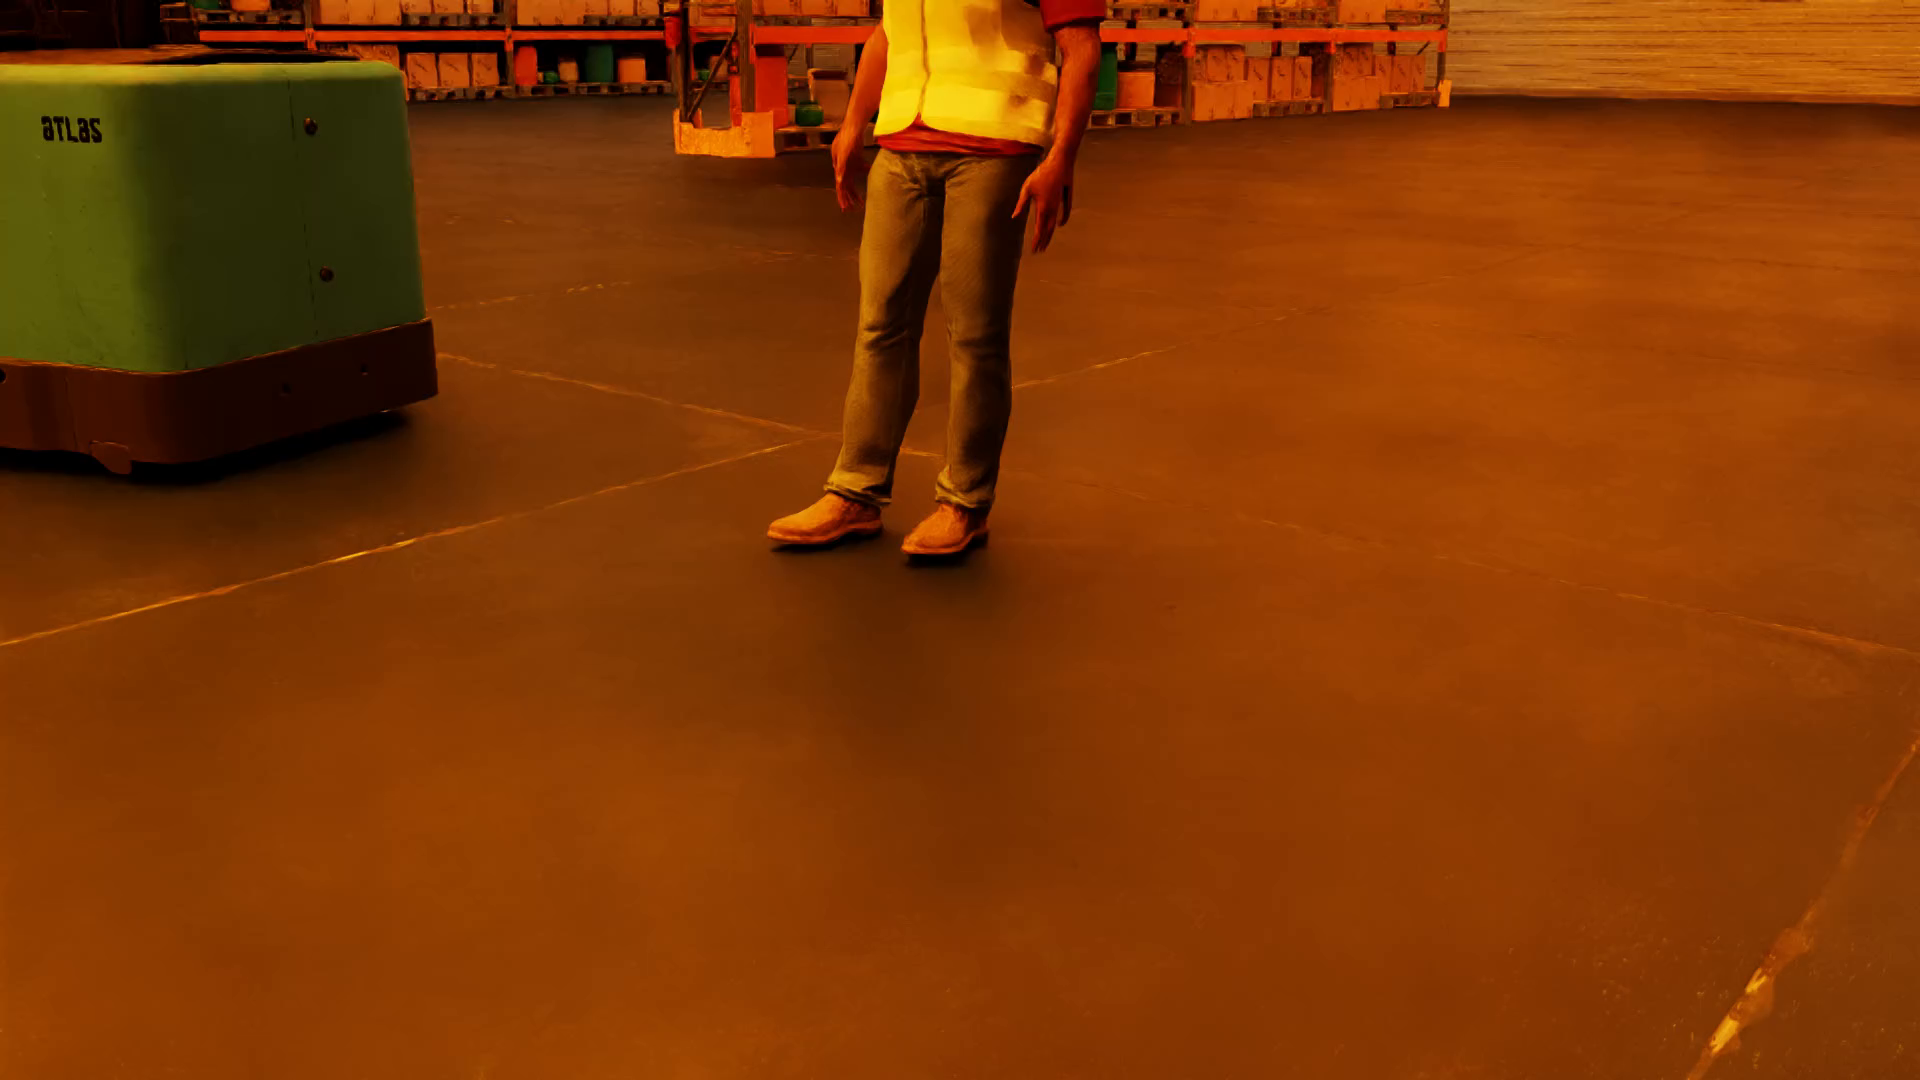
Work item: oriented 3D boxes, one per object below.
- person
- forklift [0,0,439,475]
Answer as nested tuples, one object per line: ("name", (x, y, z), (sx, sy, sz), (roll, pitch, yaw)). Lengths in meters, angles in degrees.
("person", (-0.049, -0.837, 3.635), (0.665, 1.766, 0.576), (13, 21, 37))
("forklift", (-3.191, -1.841, 4.959), (3.031, 2.935, 1.130), (7, 18, 23))
